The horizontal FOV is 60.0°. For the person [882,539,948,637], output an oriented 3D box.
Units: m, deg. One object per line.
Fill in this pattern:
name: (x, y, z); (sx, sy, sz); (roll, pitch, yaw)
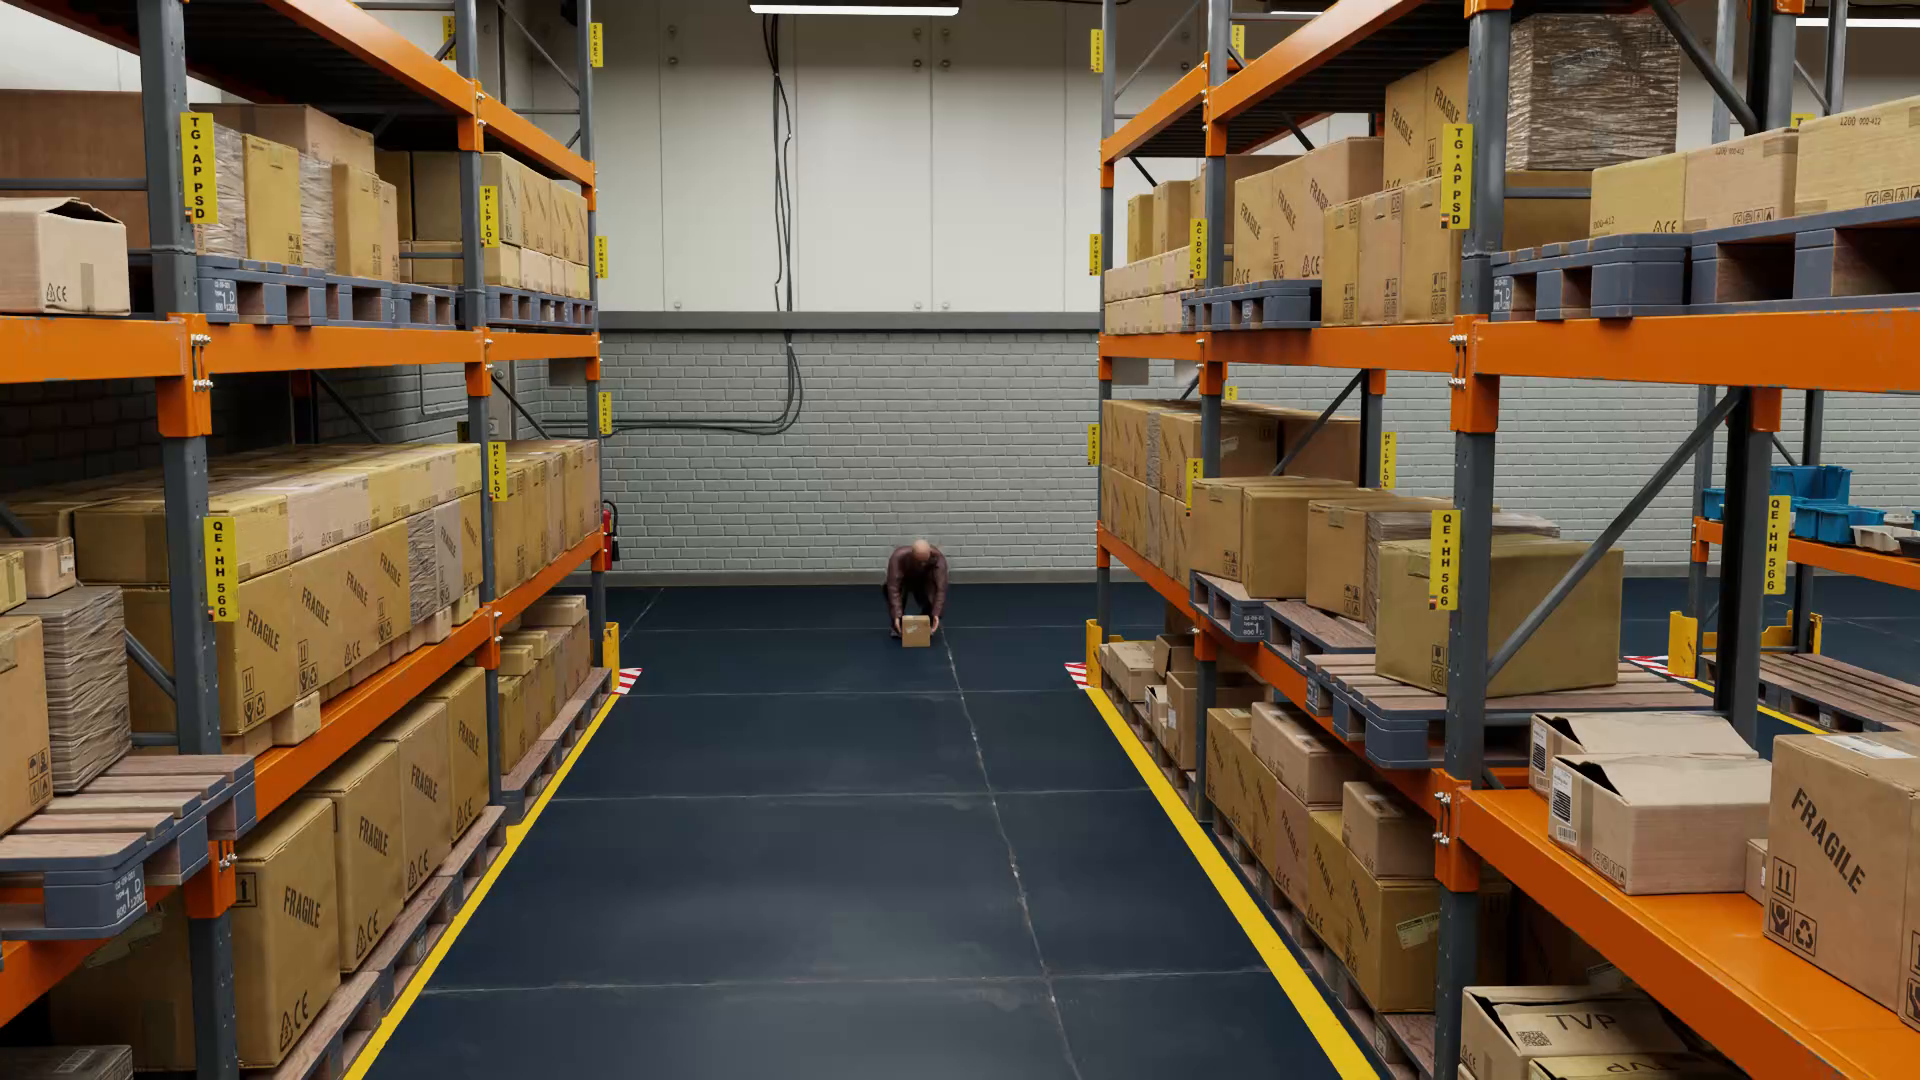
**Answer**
person: (-0.425, 0.443, 15.554); (0.611, 0.958, 0.901); (0, 7, -4)
